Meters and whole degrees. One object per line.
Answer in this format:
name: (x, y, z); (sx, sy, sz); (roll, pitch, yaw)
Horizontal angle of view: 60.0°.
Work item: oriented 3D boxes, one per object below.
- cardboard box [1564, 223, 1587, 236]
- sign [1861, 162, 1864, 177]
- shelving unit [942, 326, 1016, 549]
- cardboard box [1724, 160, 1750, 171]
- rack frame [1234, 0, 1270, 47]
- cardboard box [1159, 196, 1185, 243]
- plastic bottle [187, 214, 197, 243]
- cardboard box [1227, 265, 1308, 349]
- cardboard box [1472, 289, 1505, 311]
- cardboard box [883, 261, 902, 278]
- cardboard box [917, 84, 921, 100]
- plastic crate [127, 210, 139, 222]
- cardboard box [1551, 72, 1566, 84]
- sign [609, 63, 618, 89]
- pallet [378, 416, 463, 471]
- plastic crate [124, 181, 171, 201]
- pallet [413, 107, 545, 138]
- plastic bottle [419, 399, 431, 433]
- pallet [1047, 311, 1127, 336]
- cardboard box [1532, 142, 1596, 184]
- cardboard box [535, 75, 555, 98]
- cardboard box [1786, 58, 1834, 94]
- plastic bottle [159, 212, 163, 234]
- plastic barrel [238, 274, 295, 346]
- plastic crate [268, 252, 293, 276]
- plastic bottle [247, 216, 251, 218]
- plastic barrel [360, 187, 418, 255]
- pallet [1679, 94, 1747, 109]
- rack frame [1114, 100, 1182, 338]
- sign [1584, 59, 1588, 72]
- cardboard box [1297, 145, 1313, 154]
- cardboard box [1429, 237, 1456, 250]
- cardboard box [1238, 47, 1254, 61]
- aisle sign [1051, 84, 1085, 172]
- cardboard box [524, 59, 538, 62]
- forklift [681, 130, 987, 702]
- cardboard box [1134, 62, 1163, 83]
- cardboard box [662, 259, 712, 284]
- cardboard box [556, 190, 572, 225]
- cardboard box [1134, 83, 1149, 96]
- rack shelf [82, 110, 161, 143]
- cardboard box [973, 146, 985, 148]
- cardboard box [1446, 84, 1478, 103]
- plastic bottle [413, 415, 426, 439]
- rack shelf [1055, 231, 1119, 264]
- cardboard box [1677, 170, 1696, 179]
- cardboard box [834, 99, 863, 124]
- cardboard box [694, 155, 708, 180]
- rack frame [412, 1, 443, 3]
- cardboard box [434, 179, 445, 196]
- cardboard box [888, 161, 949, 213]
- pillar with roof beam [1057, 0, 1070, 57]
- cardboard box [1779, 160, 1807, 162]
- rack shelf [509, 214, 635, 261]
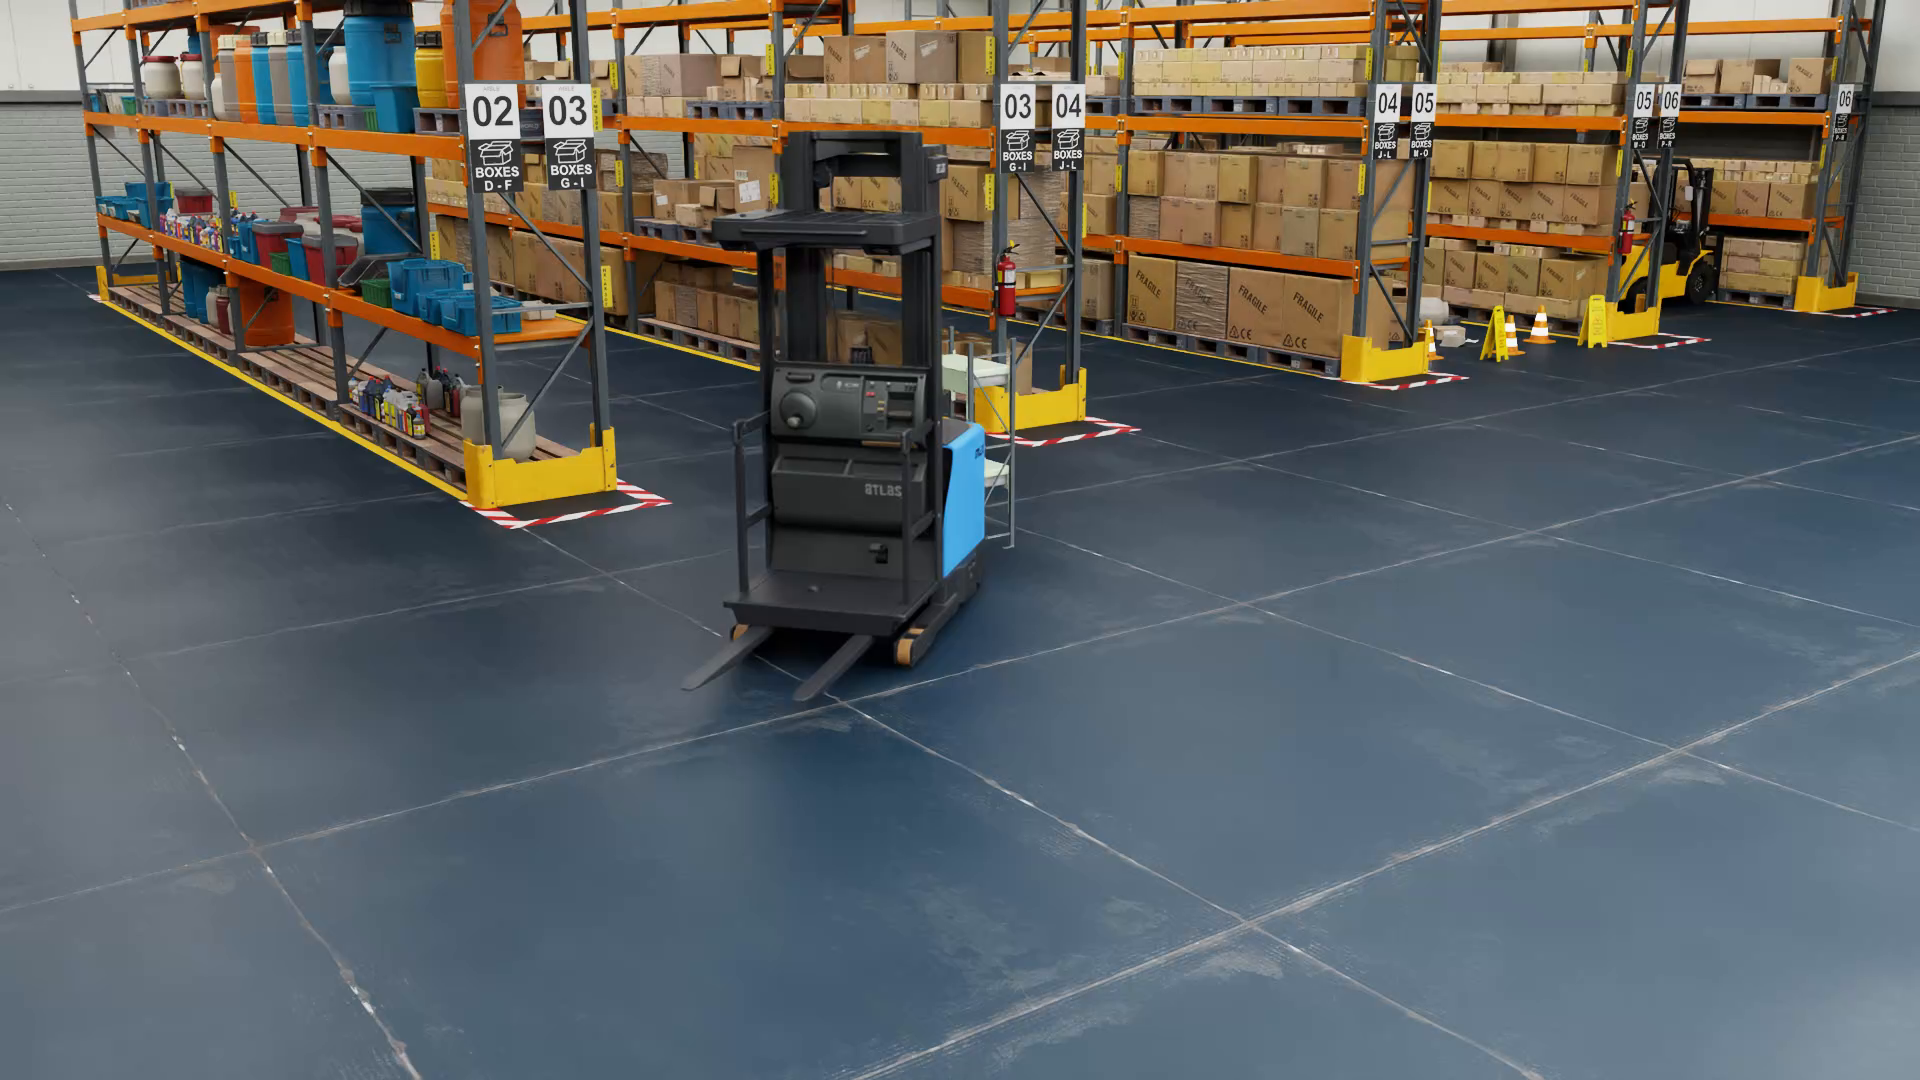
cardboard box: (8.120, -4.069, 21.737); (0.380, 0.149, 0.250); (-11, 19, -35)
sign: (13.216, -5.419, 24.402); (0.100, 0.325, 0.005); (-11, 19, -35)
shelving unit: (0.004, -0.722, 11.873); (0.431, 1.500, 0.755); (-11, 19, -35)
cardboard box: (11.708, -5.629, 24.979); (0.380, 0.149, 0.250); (-10, 18, -33)
rack frame: (5.708, -10.334, 32.787); (1.000, 3.000, 0.127); (-11, 19, -35)
cardboard box: (3.023, -4.053, 20.917); (0.875, 0.550, 0.550); (-11, 19, -35)
plastic bottle: (-9.477, -3.857, 20.580); (0.144, 0.351, 0.185); (-11, 19, -35)
cardboard box: (3.835, -2.817, 19.915); (0.875, 0.875, 0.875); (-11, 19, -35)
cardboard box: (7.448, -3.337, 22.998); (0.500, 0.250, 0.500); (-12, 19, -37)
cardboard box: (-0.566, -2.780, 17.028); (0.380, 0.149, 0.250); (-11, 19, -35)
cardboard box: (-0.200, -4.384, 16.257); (0.380, 0.149, 0.250); (-11, 19, -34)
plastic crate: (-11.594, -4.589, 23.547); (0.293, 0.136, 0.466); (-11, 19, -35)
cardboard box: (7.921, -6.018, 21.666); (0.380, 0.149, 0.250); (-11, 19, -34)
sign: (-4.422, -5.927, 21.237); (0.100, 0.325, 0.005); (-11, 19, -35)
pallet: (-4.540, -0.898, 14.959); (1.003, 0.211, 1.213); (-11, 19, -35)
plastic crate: (-12.331, -5.220, 25.285); (0.616, 0.435, 0.499); (-11, 19, -35)
pallet: (-3.678, -3.347, 13.300); (1.003, 0.211, 1.213); (-11, 19, -35)
plastic bottle: (-4.746, -1.101, 14.728); (0.061, 0.283, 0.133); (-11, 19, -35)
pallet: (1.940, -2.979, 22.561); (1.003, 0.211, 1.213); (-11, 19, -35)
cardboard box: (7.983, -4.965, 21.889); (0.700, 0.500, 0.500); (-11, 19, -34)
cardboard box: (-5.748, -6.489, 23.795); (0.500, 0.311, 0.500); (-12, 19, -36)
cardboard box: (12.307, -6.681, 23.946); (0.500, 0.500, 0.500); (-10, 18, -33)
plastic bottle: (-10.456, -4.161, 21.820); (0.061, 0.283, 0.133); (-11, 19, -35)
plastic barrel: (-8.276, -2.766, 19.815); (0.600, 0.830, 0.708); (-11, 19, -35)
plastic crate: (-6.875, -2.880, 17.317); (0.450, 0.188, 0.662); (-11, 19, -35)
plastic bottle: (-9.107, -4.005, 21.260); (0.152, 0.276, 0.135); (-11, 19, -35)
plastic barrel: (-5.605, -3.025, 16.498); (0.600, 0.901, 0.708); (-11, 19, -35)
pallet: (11.648, -6.698, 25.352); (1.003, 0.211, 1.213); (-11, 19, -35)
rack frame: (2.455, -4.171, 21.634); (1.000, 3.000, 0.127); (-11, 19, -35)
sign: (9.979, -7.494, 26.517); (0.100, 0.325, 0.005); (-11, 19, -35)
cardboard box: (5.349, -5.932, 25.289); (0.380, 0.149, 0.250); (-12, 19, -37)
cardboard box: (6.856, -4.199, 23.498); (0.380, 0.149, 0.250); (-10, 18, -32)
cardboard box: (3.437, -5.623, 19.237); (0.380, 0.149, 0.250); (-11, 19, -34)
aisle sign: (1.014, -3.856, 15.558); (0.394, 0.787, 0.004); (-11, 19, -35)
cardboard box: (-6.829, -7.035, 25.240); (0.700, 0.500, 0.500); (-12, 20, -38)
forklift: (-0.705, -0.804, 9.462); (1.130, 2.935, 3.031); (4, 16, 15)
cardboard box: (2.516, -5.792, 20.609); (0.500, 0.250, 0.500); (-11, 19, -34)
cardboard box: (-3.550, -3.507, 21.688); (0.500, 0.250, 0.500); (-10, 18, -32)
cardboard box: (-5.354, -4.719, 23.445); (0.500, 0.500, 0.500); (-10, 18, -33)
cardboard box: (2.394, -5.617, 20.726); (0.380, 0.149, 0.250); (-11, 19, -35)
rack shelf: (-11.503, -5.889, 23.592); (1.077, 0.370, 4.000); (-11, 19, -35)
cardboard box: (0.596, -7.475, 31.620); (0.500, 0.500, 0.500); (-11, 19, -34)
cardboard box: (7.031, -6.125, 22.811); (0.500, 0.250, 0.500); (-11, 19, -34)
plastic bottle: (-4.706, -0.986, 14.466); (0.097, 0.201, 0.097); (0, 15, 0)
rack shelf: (1.279, -4.251, 23.289); (1.077, 0.370, 4.000); (-11, 19, -35)
cardboard box: (11.280, -5.651, 25.623); (0.380, 0.149, 0.250); (-11, 19, -36)
cardboard box: (-0.961, -4.441, 17.224); (0.500, 0.250, 0.500); (-12, 19, -37)
cardboard box: (-4.560, -6.786, 30.437); (0.500, 0.500, 0.500); (-10, 18, -32)
rack frame: (-8.672, -8.879, 27.470); (1.000, 3.000, 0.127); (-11, 19, -35)
cardboard box: (-8.298, -5.802, 27.313); (0.500, 0.250, 0.500); (-11, 19, -35)
cardboard box: (-0.379, -3.535, 16.662); (0.500, 0.500, 0.500); (-11, 19, -35)
pillar with roof beam: (-0.982, -11.236, 36.081); (9.100, 9.000, 0.400); (-11, 19, -35)
cardboard box: (12.446, -5.603, 24.883); (0.380, 0.149, 0.250); (-10, 18, -33)
rack shelf: (-5.145, -4.357, 23.676); (1.077, 0.370, 4.000); (-11, 19, -35)
